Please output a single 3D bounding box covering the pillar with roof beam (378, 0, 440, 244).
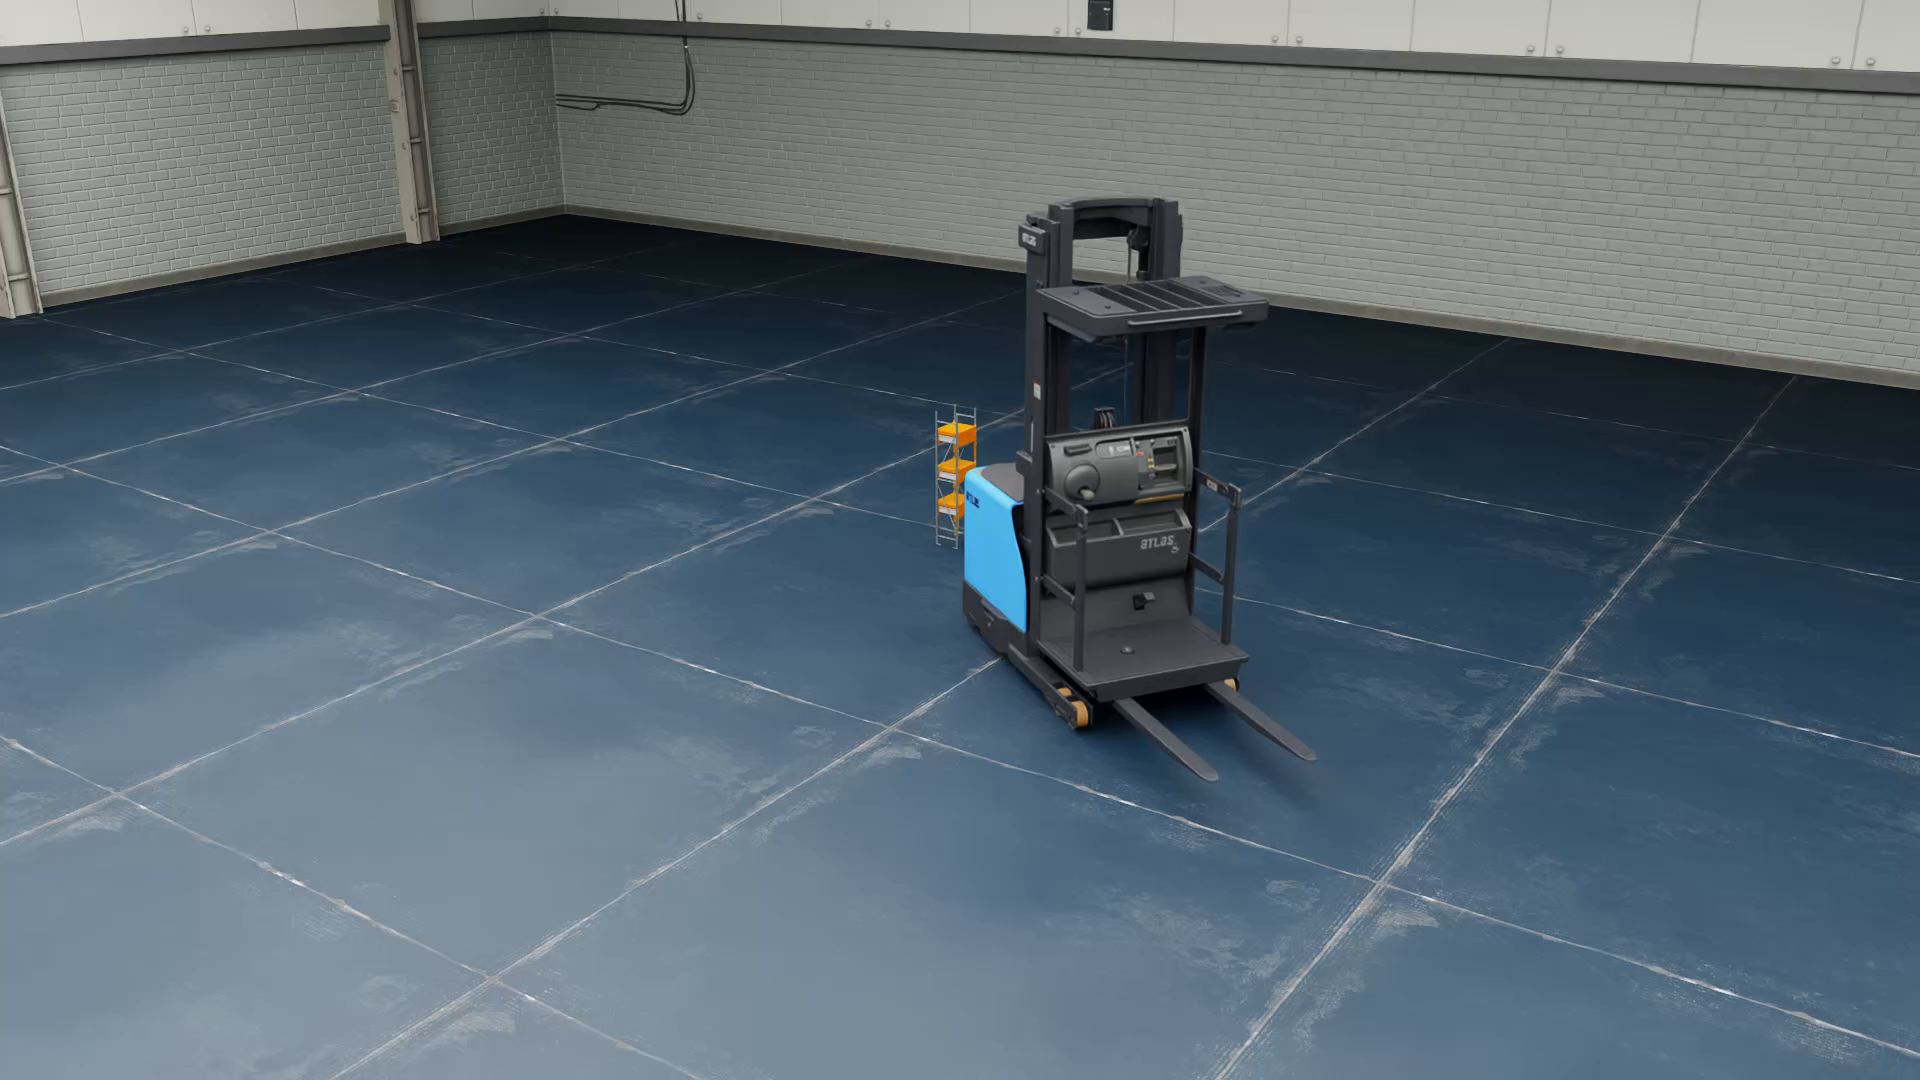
[{"bbox_3d":[-4.461,-7.845,21.003,9.100,9.000,0.400,13,24,32],"label":"pillar with roof beam"}]

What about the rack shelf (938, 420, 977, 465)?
[{"bbox_3d":[-0.030,-0.733,12.447,0.215,0.259,0.240,13,24,32],"label":"rack shelf"}]

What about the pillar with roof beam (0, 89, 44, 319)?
[{"bbox_3d":[-7.834,-6.124,16.349,9.100,9.000,0.400,13,24,32],"label":"pillar with roof beam"}]

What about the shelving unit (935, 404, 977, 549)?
[{"bbox_3d":[-0.030,-0.477,12.541,0.215,1.050,0.252,13,24,32],"label":"shelving unit"}]

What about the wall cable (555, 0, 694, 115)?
[{"bbox_3d":[-5.272,-7.816,25.399,3.097,2.526,0.112,13,24,32],"label":"wall cable"}]

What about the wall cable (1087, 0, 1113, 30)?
[{"bbox_3d":[2.571,-9.011,19.253,2.305,6.003,0.169,13,24,32],"label":"wall cable"}]

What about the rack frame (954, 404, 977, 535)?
[{"bbox_3d":[0.038,-0.512,12.636,0.200,1.050,0.008,13,24,32],"label":"rack frame"}]

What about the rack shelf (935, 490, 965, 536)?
[{"bbox_3d":[-0.030,-0.206,12.641,0.215,0.259,0.240,13,24,32],"label":"rack shelf"}]

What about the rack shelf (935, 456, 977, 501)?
[{"bbox_3d":[-0.030,-0.467,12.545,0.215,0.259,0.240,13,24,32],"label":"rack shelf"}]

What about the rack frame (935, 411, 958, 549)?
[{"bbox_3d":[-0.099,-0.442,12.447,0.200,1.050,0.008,13,24,32],"label":"rack frame"}]

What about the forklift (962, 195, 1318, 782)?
[{"bbox_3d":[1.043,-0.431,9.705,1.130,2.935,3.031,-8,22,-21],"label":"forklift"}]
